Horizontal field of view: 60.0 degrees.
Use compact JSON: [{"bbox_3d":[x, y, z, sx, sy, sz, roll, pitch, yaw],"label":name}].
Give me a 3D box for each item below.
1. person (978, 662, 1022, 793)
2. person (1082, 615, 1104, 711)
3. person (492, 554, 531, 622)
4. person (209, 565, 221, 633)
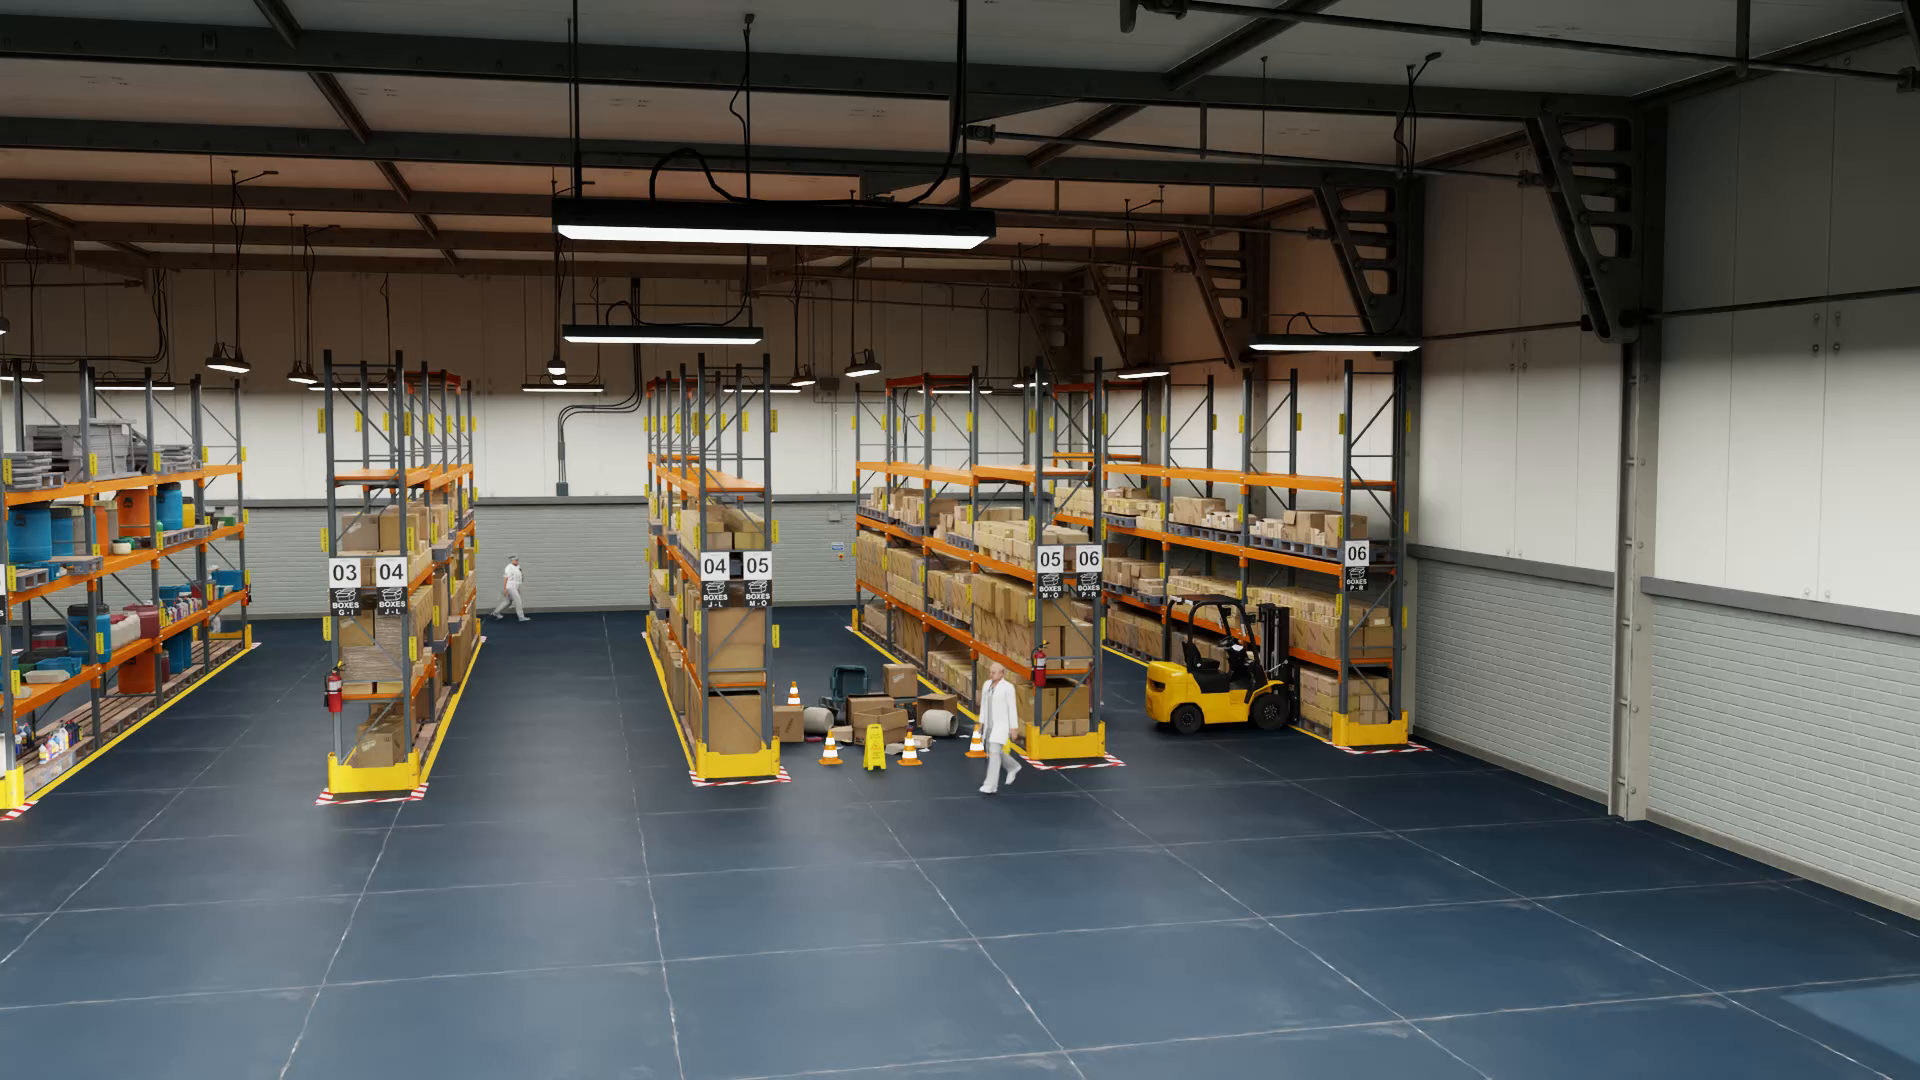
[{"bbox_3d":[0.551,2.543,22.770,0.935,1.757,0.657,-3,5,-41],"label":"person"},{"bbox_3d":[2.257,2.149,28.984,0.500,1.662,0.471,0,4,-5],"label":"person"},{"bbox_3d":[-11.396,1.206,42.274,1.081,1.704,0.525,0,4,7],"label":"person"},{"bbox_3d":[-17.801,1.429,39.564,0.498,1.688,0.478,4,5,42],"label":"person"}]
